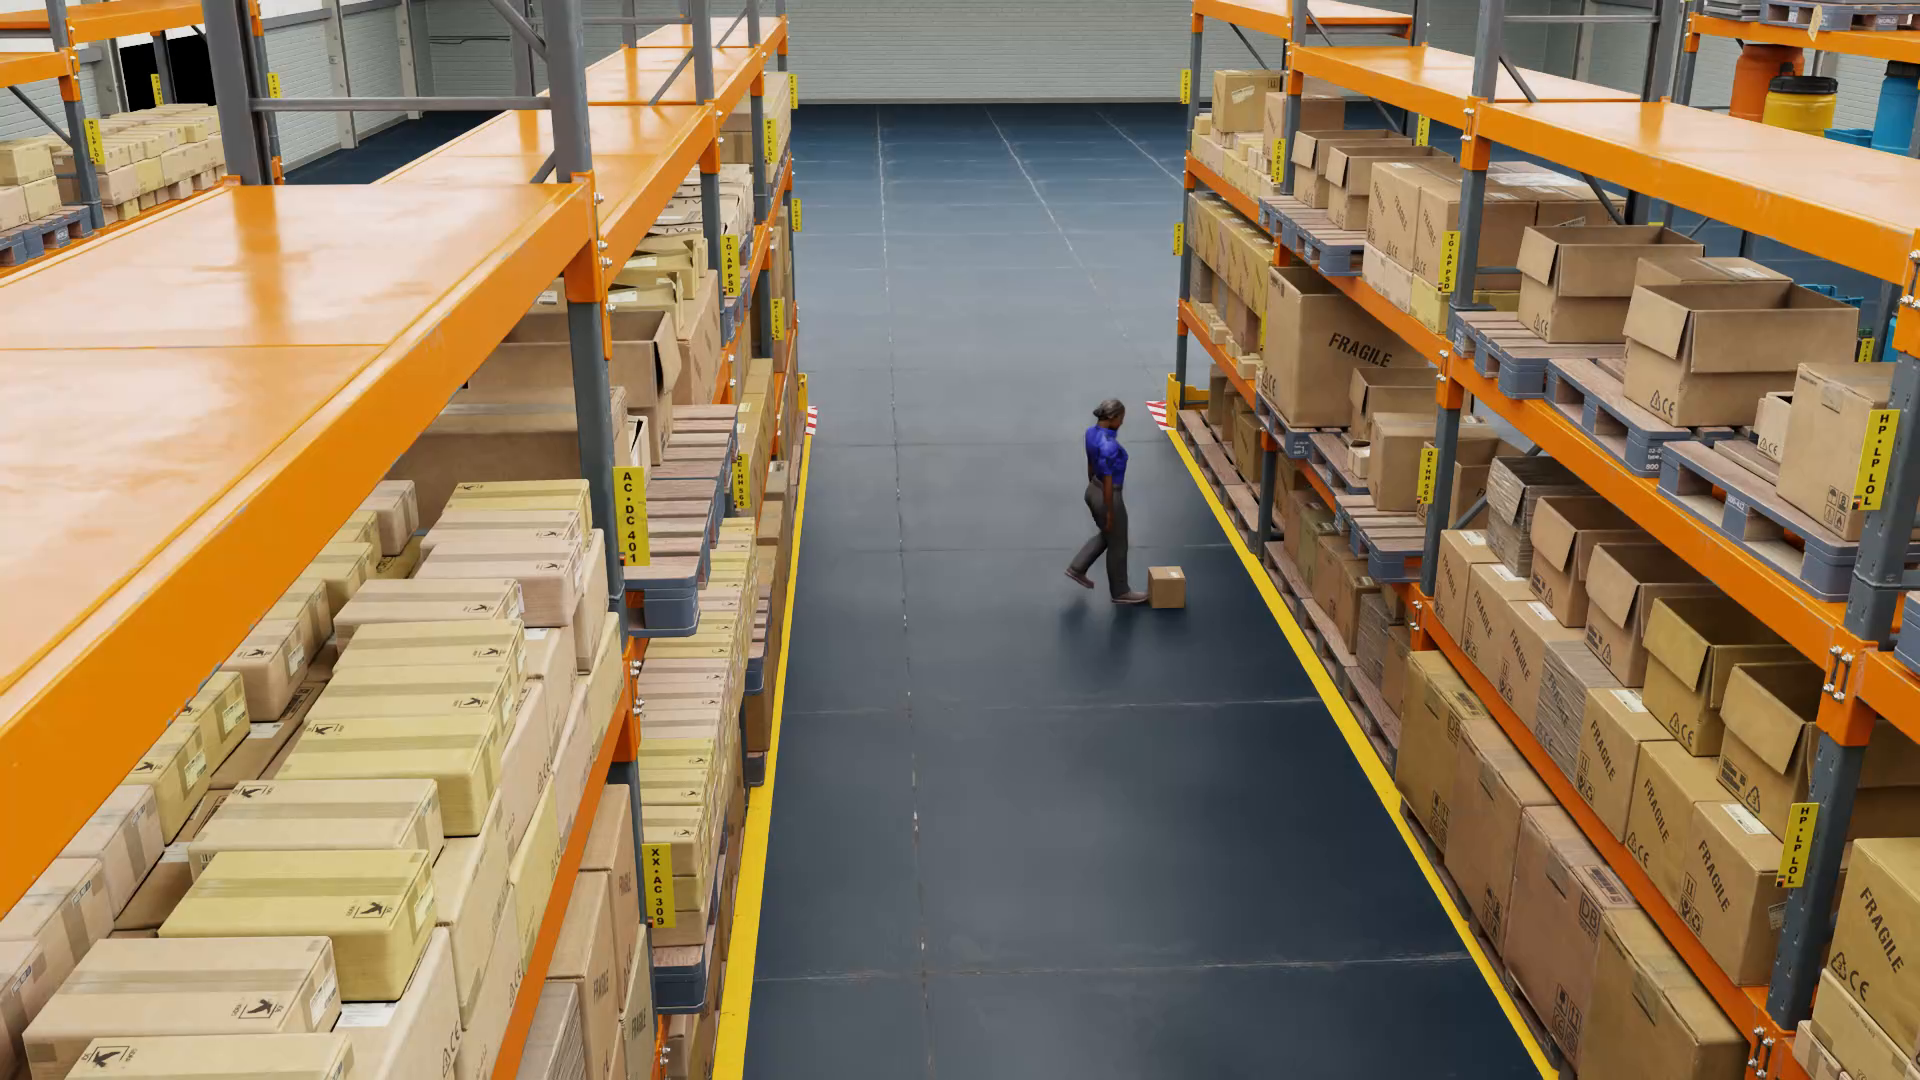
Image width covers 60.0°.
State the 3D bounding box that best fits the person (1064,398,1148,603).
[{"bbox_3d":[1.143,-0.301,12.666,0.624,1.638,0.488,-5,21,-13],"label":"person"}]
